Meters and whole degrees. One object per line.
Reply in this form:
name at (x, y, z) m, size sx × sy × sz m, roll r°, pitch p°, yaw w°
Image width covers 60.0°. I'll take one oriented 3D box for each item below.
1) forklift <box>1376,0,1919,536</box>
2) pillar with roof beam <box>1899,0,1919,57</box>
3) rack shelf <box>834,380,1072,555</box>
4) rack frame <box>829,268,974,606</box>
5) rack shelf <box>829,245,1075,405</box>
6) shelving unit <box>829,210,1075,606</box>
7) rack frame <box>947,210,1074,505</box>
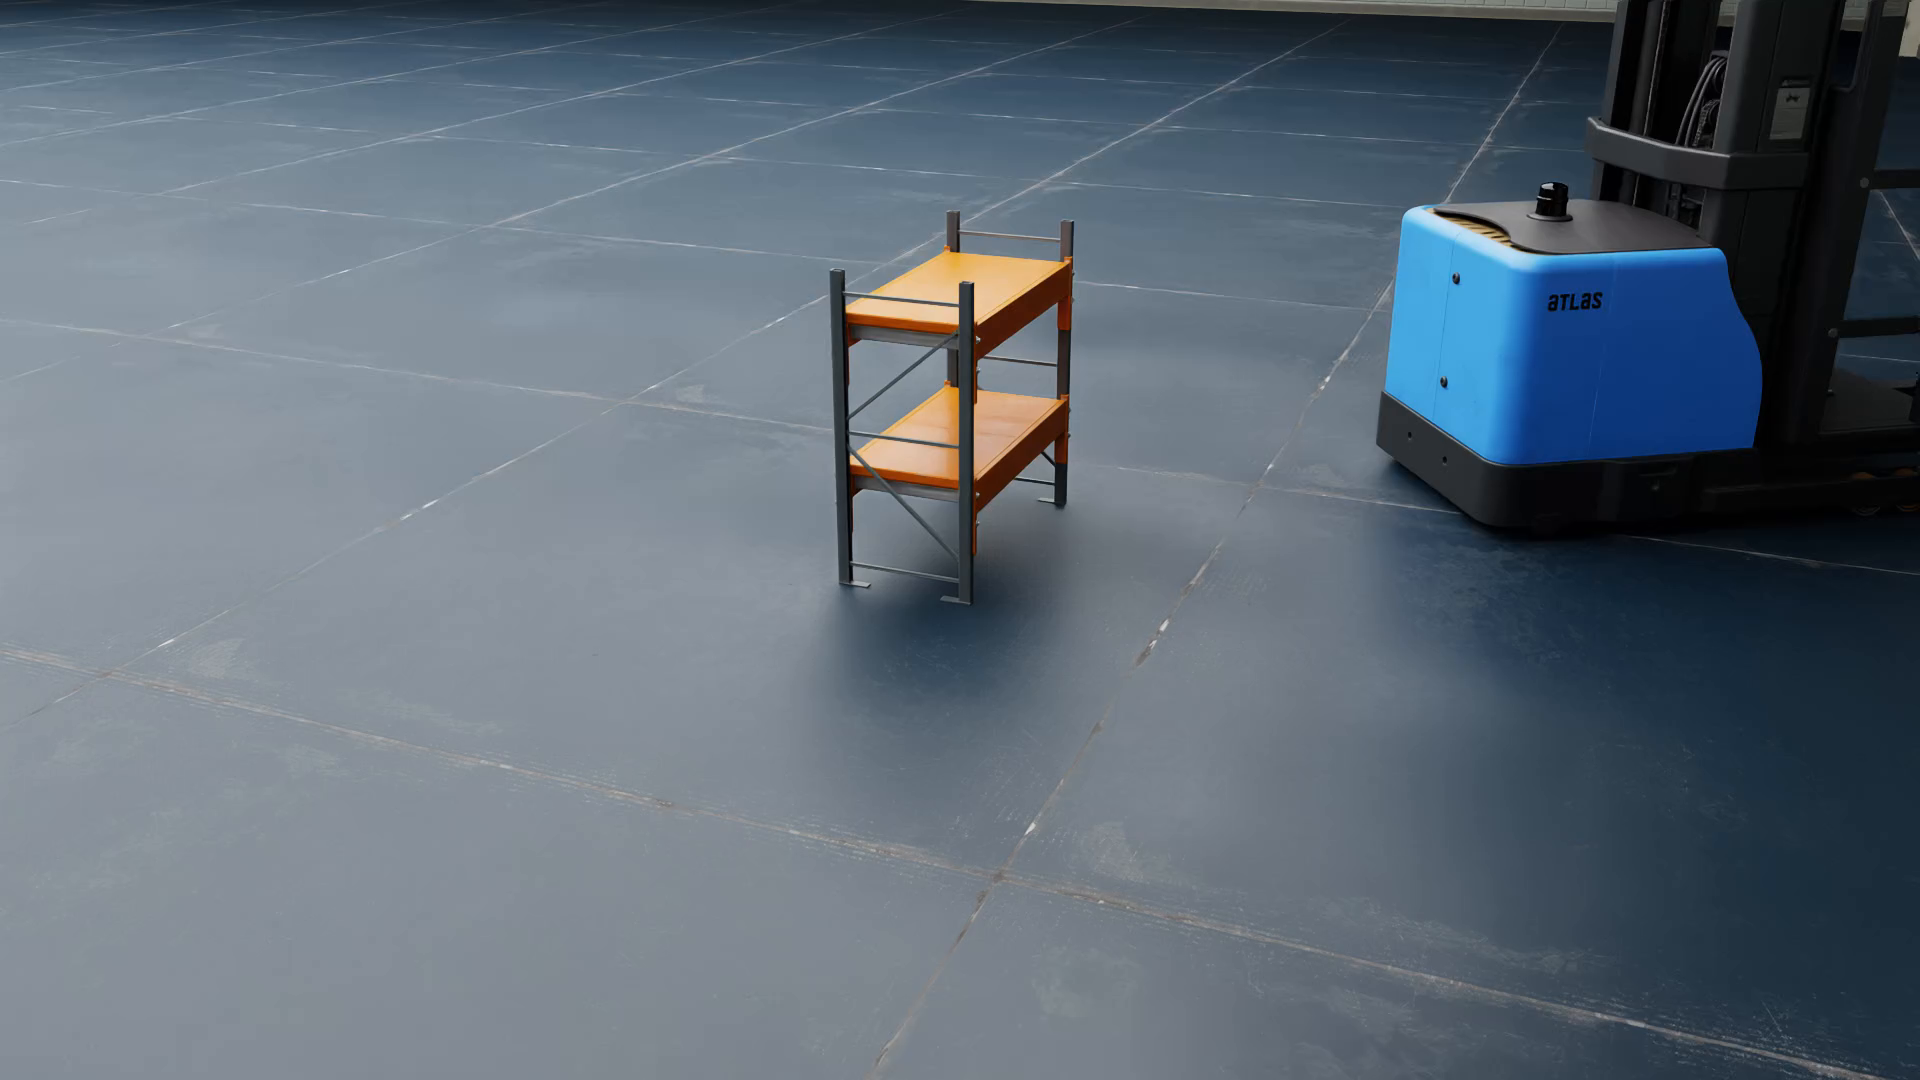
forklift at (3.330, -1.642, 6.377) m, size 3.031 × 2.935 × 1.130 m, roll -5°, pitch 23°, yaw -11°
pillar with roof beam at (7.784, -10.829, 20.500) m, size 9.100 × 9.000 × 0.400 m, roll 9°, pitch 24°, yaw 20°
rack shelf at (-0.003, -0.291, 6.122) m, size 0.538 × 0.278 × 1.000 m, roll 9°, pitch 24°, yaw 20°
rack frame at (-0.191, -0.335, 5.592) m, size 0.500 × 1.125 × 0.032 m, roll 9°, pitch 24°, yaw 20°
rack shelf at (-0.003, -0.787, 5.915) m, size 0.538 × 0.278 × 1.000 m, roll 9°, pitch 24°, yaw 20°
shelving unit at (-0.003, -0.517, 6.027) m, size 0.538 × 1.125 × 1.048 m, roll 9°, pitch 24°, yaw 20°
rack frame at (0.186, -0.699, 6.463) m, size 0.500 × 1.125 × 0.032 m, roll 9°, pitch 24°, yaw 20°
